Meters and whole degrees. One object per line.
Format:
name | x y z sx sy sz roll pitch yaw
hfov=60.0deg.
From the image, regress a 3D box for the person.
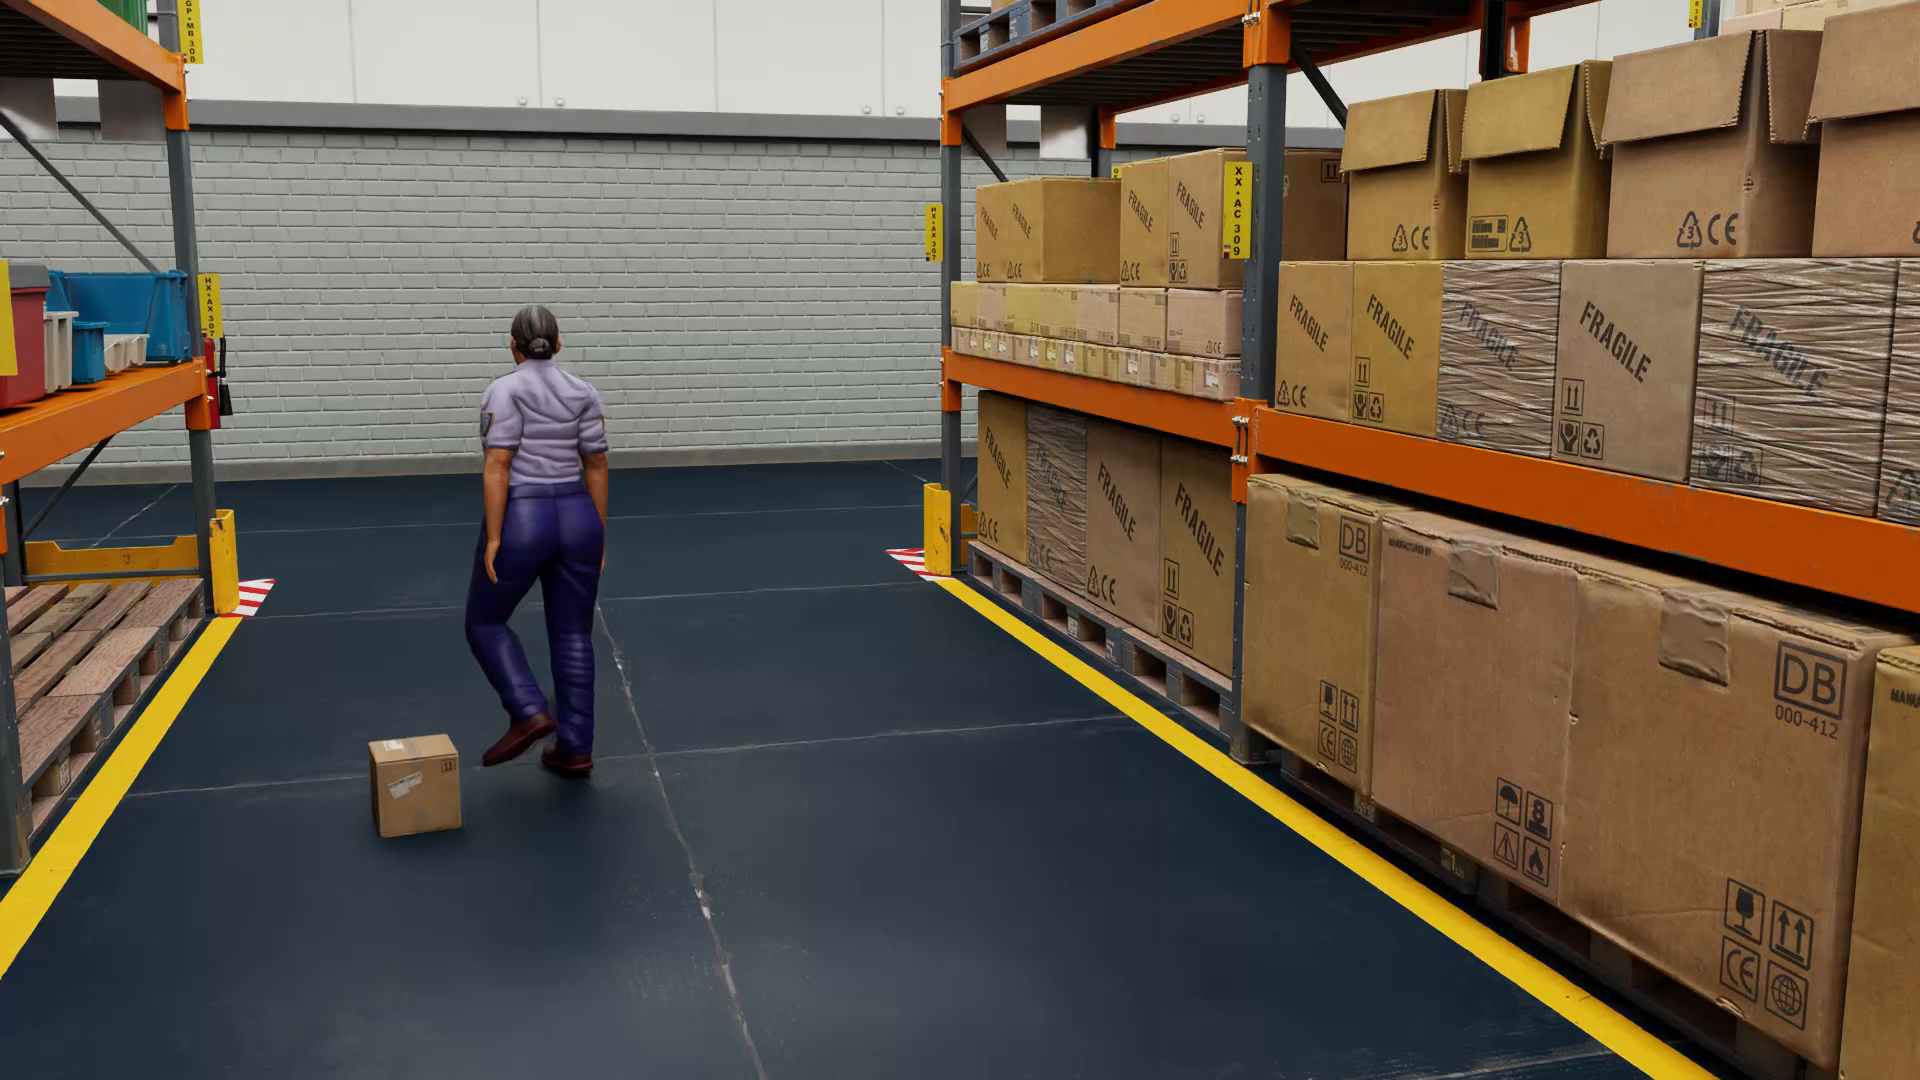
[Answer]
person | -1.482 -0.002 5.870 0.541 1.637 0.454 -7 12 -38
